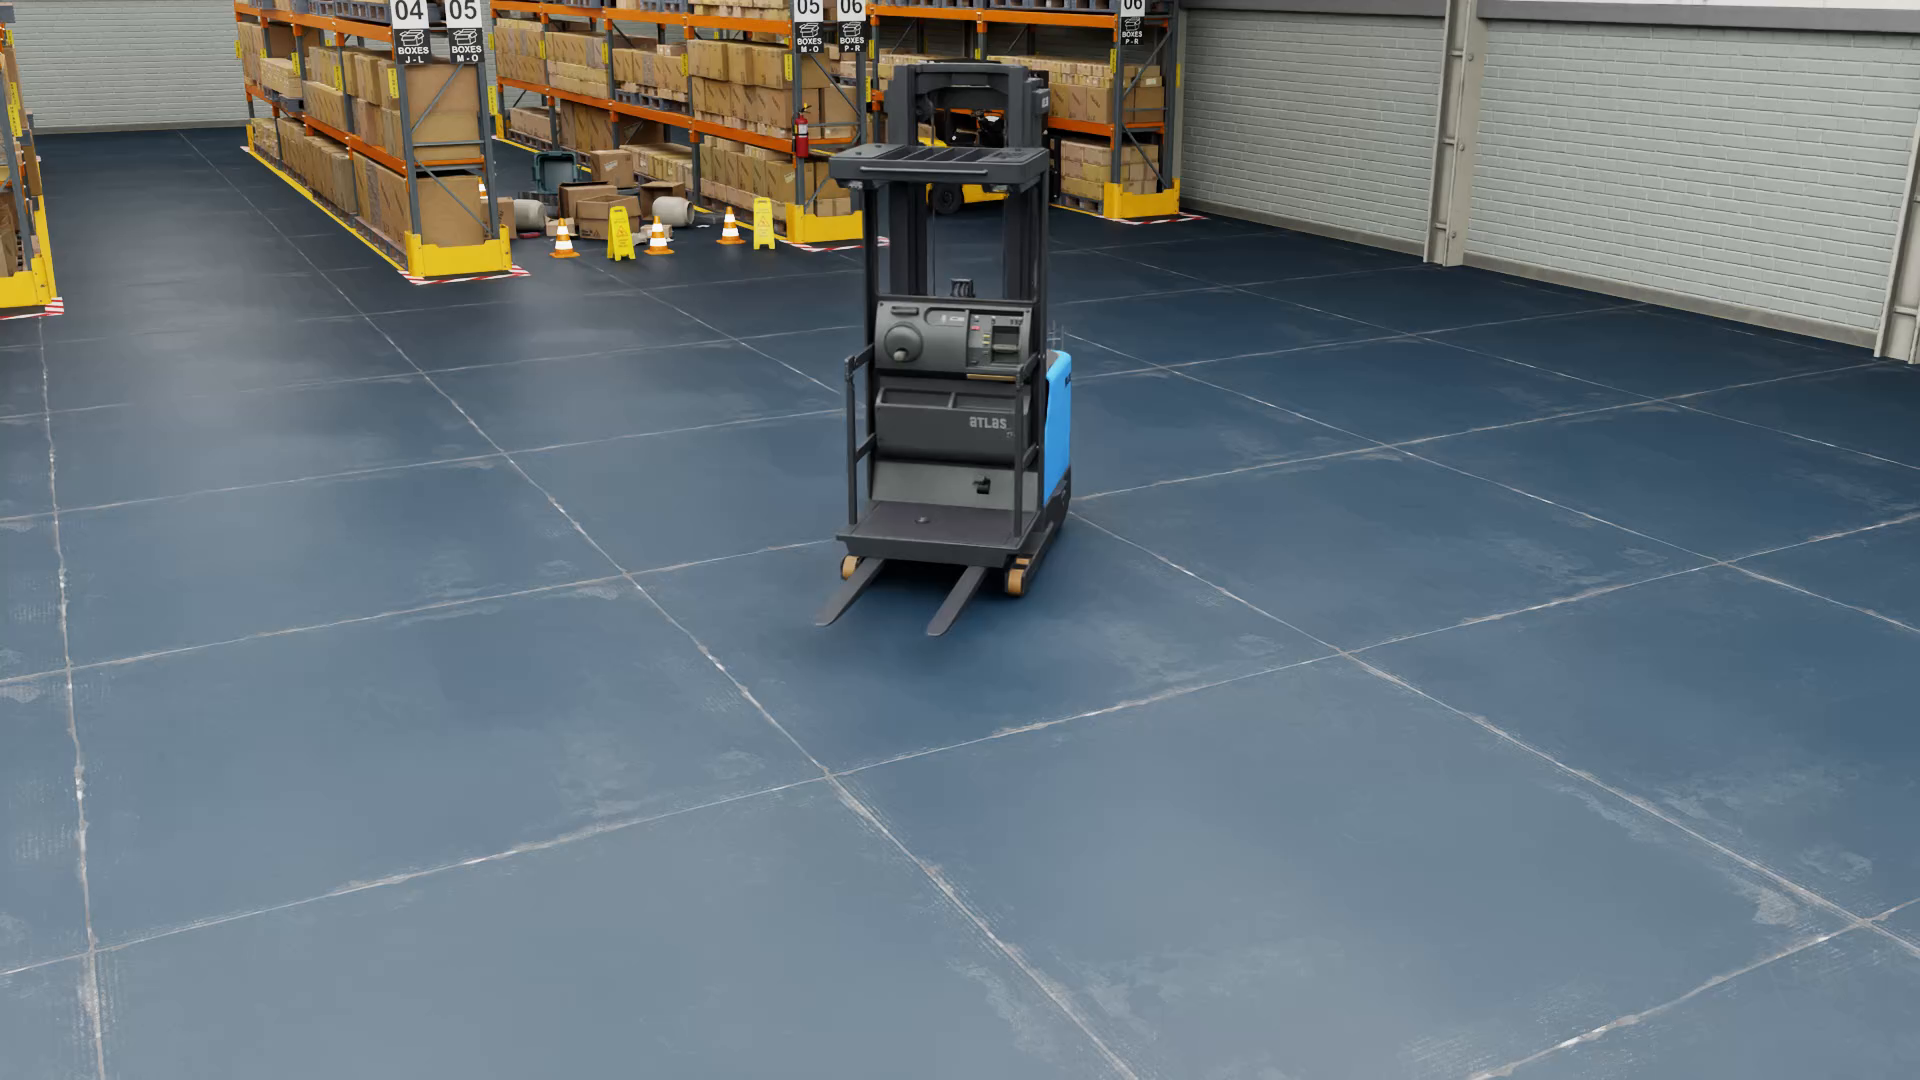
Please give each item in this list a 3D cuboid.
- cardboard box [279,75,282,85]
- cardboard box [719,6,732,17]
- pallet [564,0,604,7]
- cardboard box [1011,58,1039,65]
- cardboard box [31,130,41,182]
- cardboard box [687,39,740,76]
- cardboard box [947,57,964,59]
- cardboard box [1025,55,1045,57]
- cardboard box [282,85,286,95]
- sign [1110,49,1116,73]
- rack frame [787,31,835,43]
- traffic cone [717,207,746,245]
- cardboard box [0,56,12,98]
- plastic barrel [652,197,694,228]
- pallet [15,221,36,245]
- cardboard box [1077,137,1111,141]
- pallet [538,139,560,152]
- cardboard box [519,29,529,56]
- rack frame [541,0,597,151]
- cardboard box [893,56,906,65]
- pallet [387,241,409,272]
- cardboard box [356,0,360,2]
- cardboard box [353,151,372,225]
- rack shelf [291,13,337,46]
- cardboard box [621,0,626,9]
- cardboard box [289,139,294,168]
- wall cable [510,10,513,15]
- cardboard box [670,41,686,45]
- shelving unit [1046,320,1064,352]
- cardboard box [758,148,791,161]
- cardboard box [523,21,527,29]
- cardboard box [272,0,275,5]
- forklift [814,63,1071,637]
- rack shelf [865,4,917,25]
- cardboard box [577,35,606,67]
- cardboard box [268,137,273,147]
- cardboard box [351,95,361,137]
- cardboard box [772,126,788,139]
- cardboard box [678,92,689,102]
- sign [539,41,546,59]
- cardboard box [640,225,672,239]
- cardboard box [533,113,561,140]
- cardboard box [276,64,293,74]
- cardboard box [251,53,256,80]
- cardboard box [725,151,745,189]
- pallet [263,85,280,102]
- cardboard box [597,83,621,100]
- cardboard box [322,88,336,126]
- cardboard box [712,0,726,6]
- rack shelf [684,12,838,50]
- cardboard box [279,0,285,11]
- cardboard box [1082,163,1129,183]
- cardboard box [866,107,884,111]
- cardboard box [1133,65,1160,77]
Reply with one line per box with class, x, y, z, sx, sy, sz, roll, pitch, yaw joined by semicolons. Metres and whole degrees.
cardboard box;-10.820;-7.469;26.963;0.380;0.149;0.250;-10;21;-27
cardboard box;-3.136;-7.389;23.233;0.380;0.149;0.250;-10;22;-28
pallet;-6.388;-9.575;29.473;1.003;0.211;1.213;-9;21;-24
cardboard box;1.019;-7.505;26.180;0.380;0.149;0.250;-9;21;-25
cardboard box;-15.377;-6.120;26.382;1.225;0.875;0.875;-11;22;-29
cardboard box;-3.585;-7.102;24.472;0.700;0.500;0.500;-10;22;-27
cardboard box;-0.057;-8.373;29.152;0.380;0.149;0.250;-9;21;-25
cardboard box;1.264;-7.742;26.866;0.380;0.149;0.250;-11;22;-28
cardboard box;-10.688;-7.249;26.782;0.380;0.149;0.250;-10;21;-26
sign;2.179;-6.802;23.607;0.100;0.325;0.005;-10;21;-27
rack frame;-3.035;-9.668;34.050;1.000;3.000;0.127;-10;21;-27
traffic cone;-3.043;-4.177;22.028;0.336;0.463;0.334;-10;21;-27
cardboard box;-11.630;-5.497;19.820;0.500;0.500;0.500;-10;21;-27
plastic barrel;-4.017;-4.593;23.294;0.512;0.421;0.421;4;19;11
pallet;-12.695;-3.971;21.816;1.003;0.211;1.213;-10;21;-27
cardboard box;2.133;-6.050;25.603;0.500;0.250;0.500;-10;21;-27
pallet;-7.694;-7.810;32.941;1.003;0.211;1.213;-10;21;-27
cardboard box;-8.353;-9.802;32.753;0.500;0.500;0.500;-10;21;-26
rack frame;-7.402;-8.898;31.818;1.000;3.000;0.127;-10;21;-27
cardboard box;-0.971;-8.590;29.779;0.380;0.149;0.250;-9;21;-25
pallet;-6.460;-3.556;20.614;1.003;0.211;1.213;-10;21;-27
cardboard box;-7.192;-6.683;20.390;0.380;0.149;0.250;-10;21;-26
cardboard box;-7.674;-4.808;22.580;0.875;0.875;0.875;-10;21;-26
rack shelf;-8.861;-7.457;24.149;1.077;0.370;4.000;-10;21;-27
cardboard box;-5.381;-8.914;27.473;0.396;0.266;0.258;-10;21;-27
cardboard box;-11.079;-6.566;28.249;0.500;0.500;0.500;-10;21;-26
wall cable;-10.757;-12.364;40.307;0.588;1.984;0.122;-10;21;-27
cardboard box;-4.477;-8.016;27.017;0.380;0.149;0.250;-11;22;-29
shelving unit;0.556;-0.881;11.344;0.258;1.200;0.189;-5;20;-15
cardboard box;-2.547;-5.297;22.812;0.380;0.149;0.250;-9;21;-25
cardboard box;-8.379;-10.140;32.738;0.380;0.149;0.250;-10;22;-28
cardboard box;-12.181;-9.548;29.335;0.500;0.250;0.500;-9;21;-25
forklift;-0.089;-1.189;9.585;1.130;2.935;3.031;4;20;12
rack shelf;-2.085;-10.171;32.014;1.077;0.370;4.000;-10;21;-27
cardboard box;-6.459;-8.667;29.463;0.500;0.500;0.500;-10;21;-27
cardboard box;-12.422;-7.285;30.414;0.380;0.149;0.250;-11;22;-29
cardboard box;-7.725;-5.772;22.531;0.875;0.550;0.550;-10;21;-27
cardboard box;-2.287;-5.464;22.252;0.380;0.149;0.250;-10;22;-27
cardboard box;-4.090;-6.786;25.440;0.380;0.149;0.250;-10;21;-26
sign;-7.889;-9.258;31.414;0.100;0.325;0.005;-10;21;-27
cardboard box;-4.103;-4.168;22.483;0.380;0.149;0.250;1;19;2
cardboard box;-8.031;-8.339;33.483;0.875;0.438;0.875;-11;22;-28
cardboard box;-10.928;-7.678;27.114;0.380;0.149;0.250;-10;21;-27
cardboard box;-12.894;-8.829;31.009;0.500;0.500;0.500;-11;22;-28
cardboard box;-3.051;-5.342;23.937;0.500;0.500;0.500;-9;21;-24
pallet;-11.475;-7.769;28.843;1.003;0.211;1.213;-10;21;-27
cardboard box;-5.971;-7.783;28.819;0.500;0.250;0.500;-11;22;-29
cardboard box;-8.874;-6.251;23.996;0.500;0.500;0.500;-10;21;-26
cardboard box;-3.155;-7.628;23.313;0.500;0.250;0.500;-10;21;-26
rack shelf;-2.653;-7.105;23.127;1.077;0.370;4.000;-10;21;-27
cardboard box;-10.554;-8.685;26.450;0.500;0.500;0.500;-10;21;-27
cardboard box;2.157;-5.449;24.630;0.500;0.250;0.500;-10;22;-27
cardboard box;-1.614;-8.340;32.396;0.380;0.149;0.250;-10;22;-28
cardboard box;2.692;-6.847;24.271;0.380;0.149;0.250;-10;22;-28
